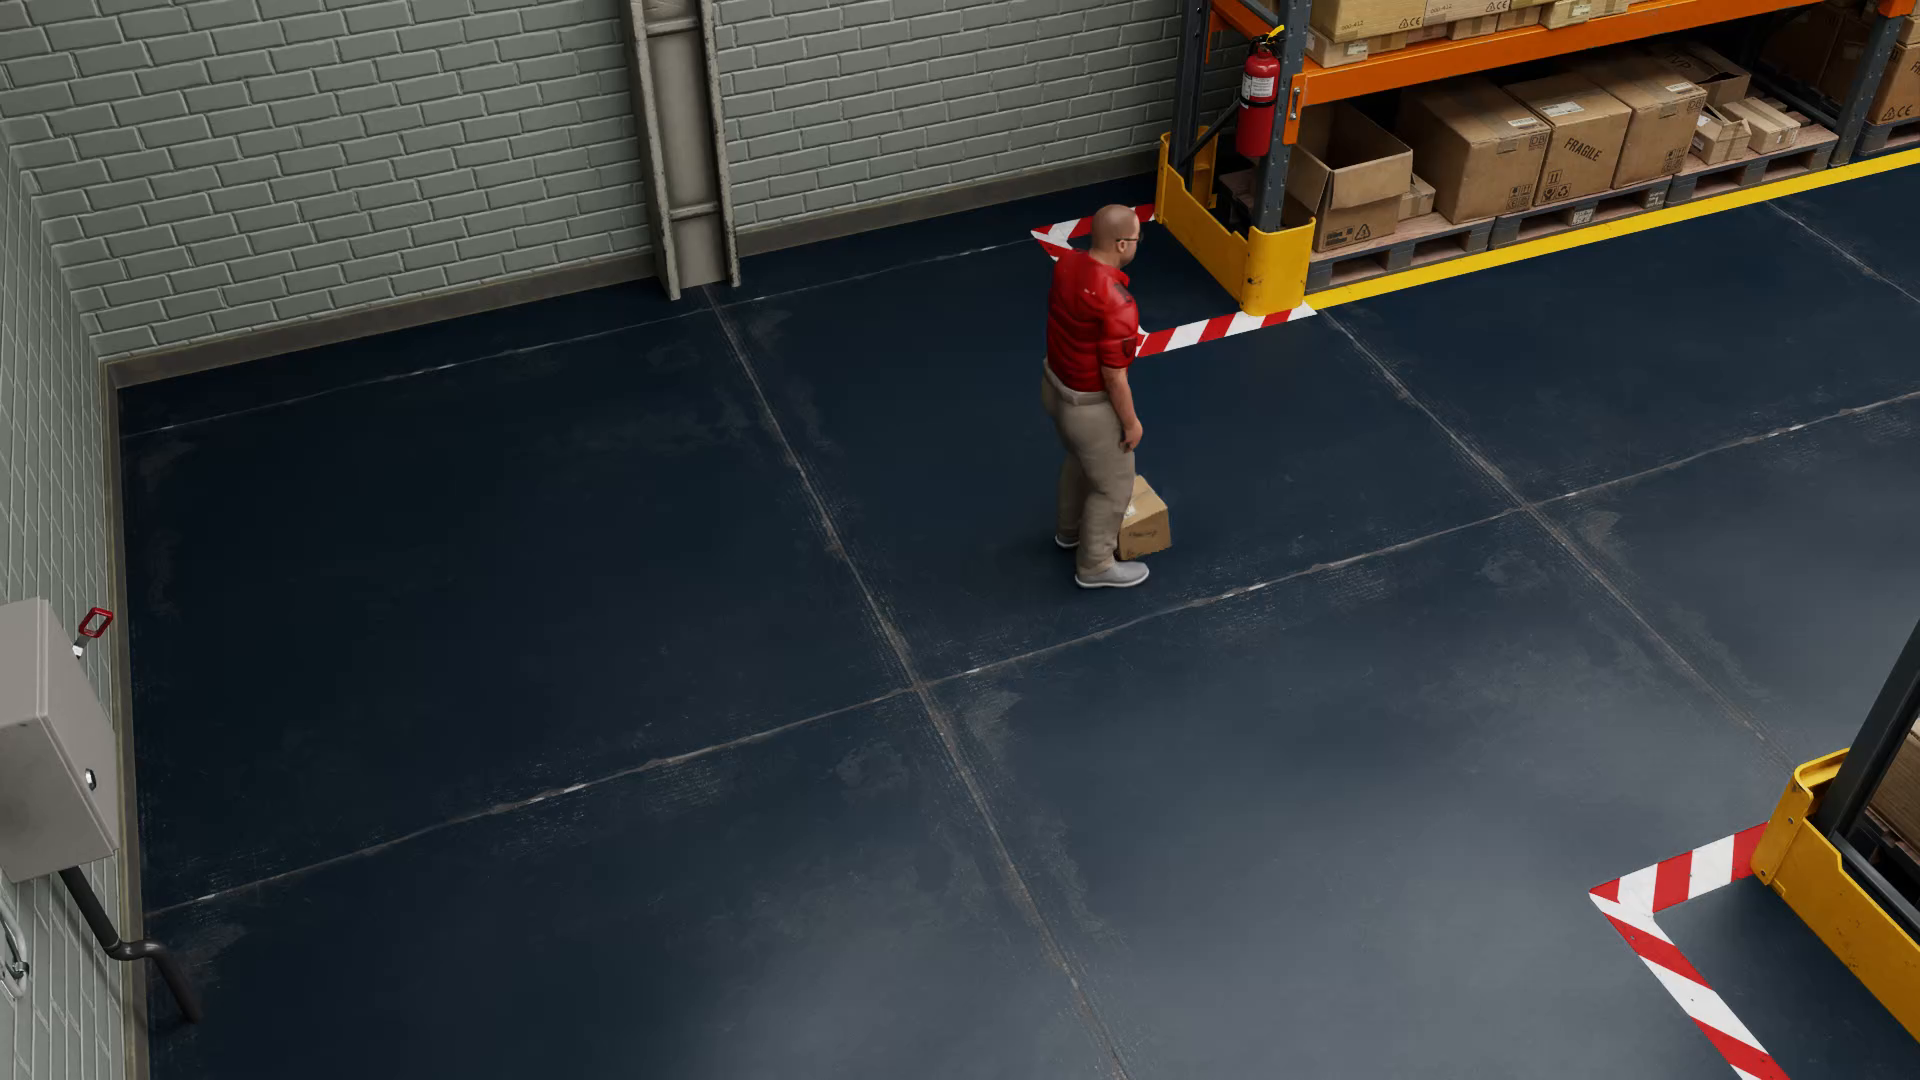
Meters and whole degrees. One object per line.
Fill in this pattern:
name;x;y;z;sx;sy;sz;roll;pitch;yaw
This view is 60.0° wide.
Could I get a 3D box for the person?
person;0.571;-0.592;6.838;0.433;1.727;0.576;-17;44;-18
